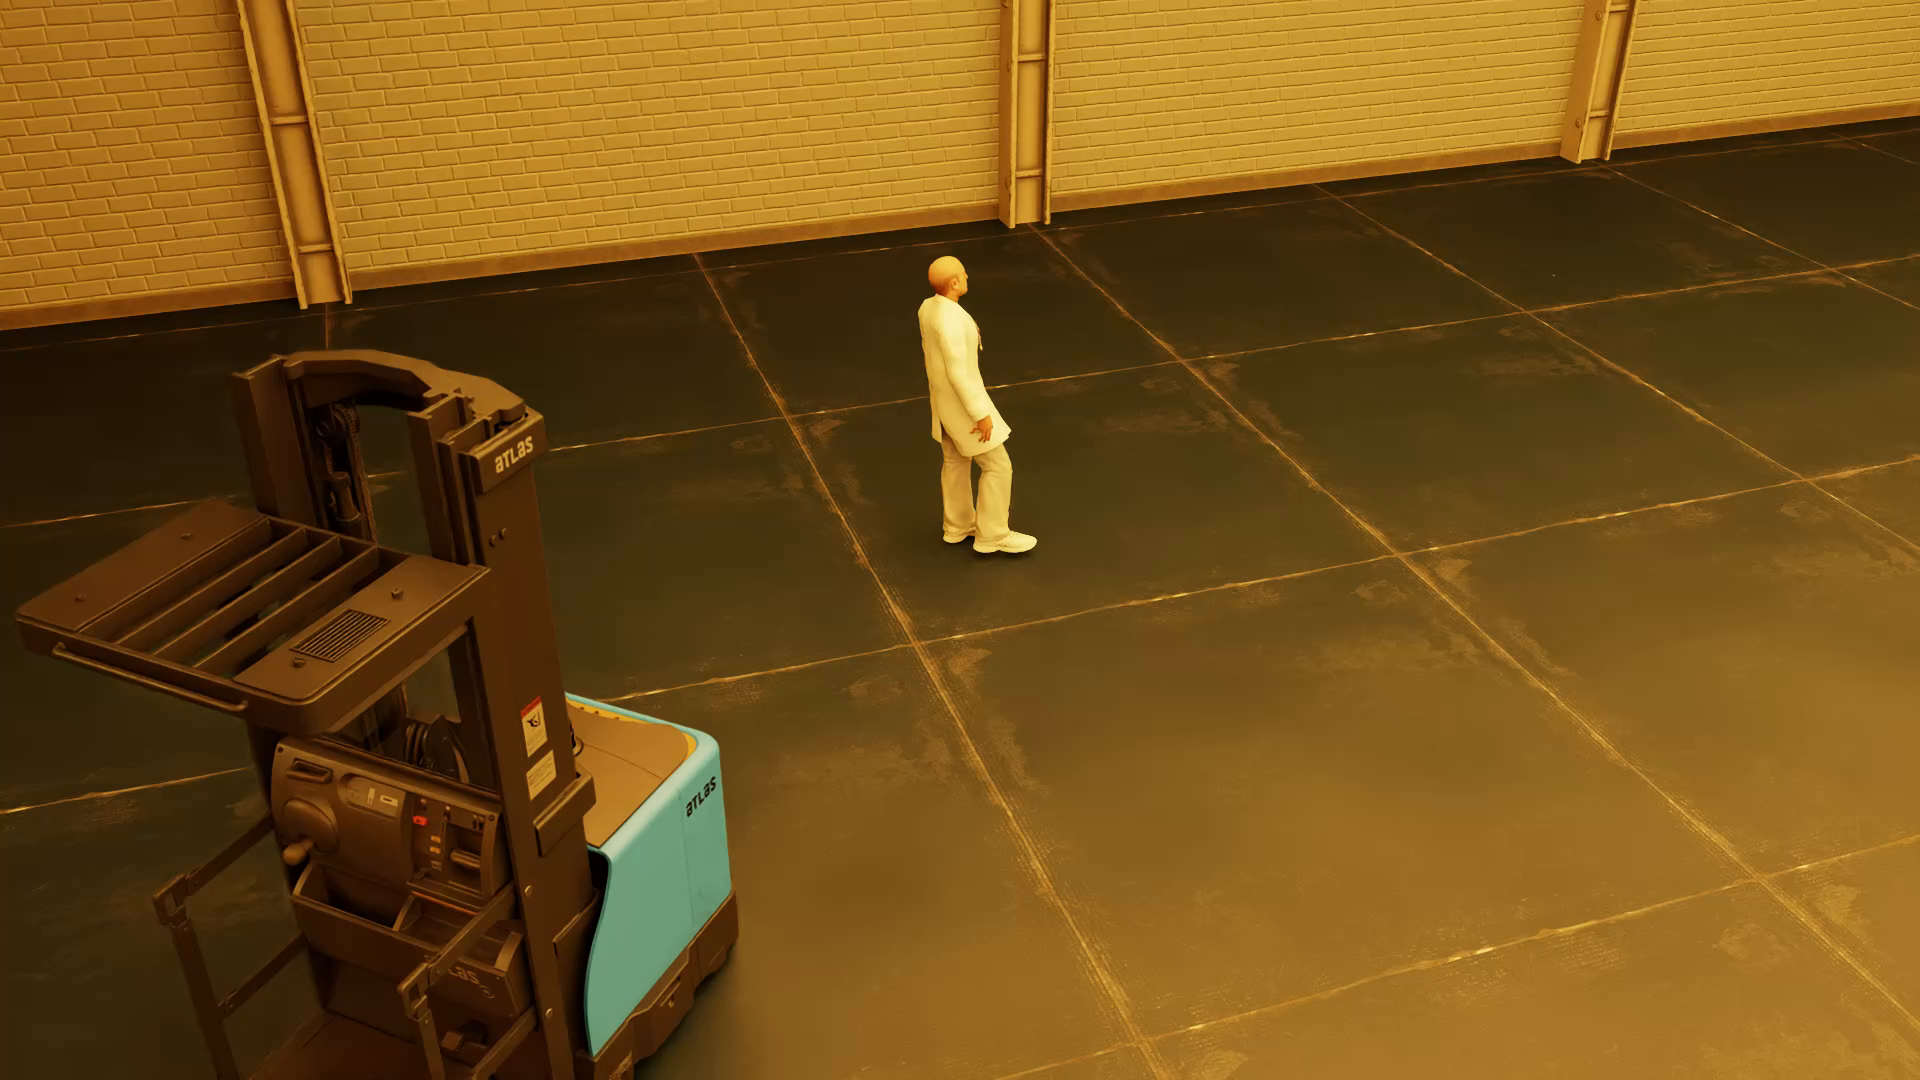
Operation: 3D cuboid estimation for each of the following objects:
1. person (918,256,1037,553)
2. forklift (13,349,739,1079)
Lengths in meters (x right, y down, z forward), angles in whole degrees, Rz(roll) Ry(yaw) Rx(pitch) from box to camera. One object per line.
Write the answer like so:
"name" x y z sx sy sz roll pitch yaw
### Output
"person" 0.088 -0.790 9.601 0.579 1.778 0.698 -10 31 -16
"forklift" -1.997 1.000 5.349 1.130 2.935 3.031 13 32 21
